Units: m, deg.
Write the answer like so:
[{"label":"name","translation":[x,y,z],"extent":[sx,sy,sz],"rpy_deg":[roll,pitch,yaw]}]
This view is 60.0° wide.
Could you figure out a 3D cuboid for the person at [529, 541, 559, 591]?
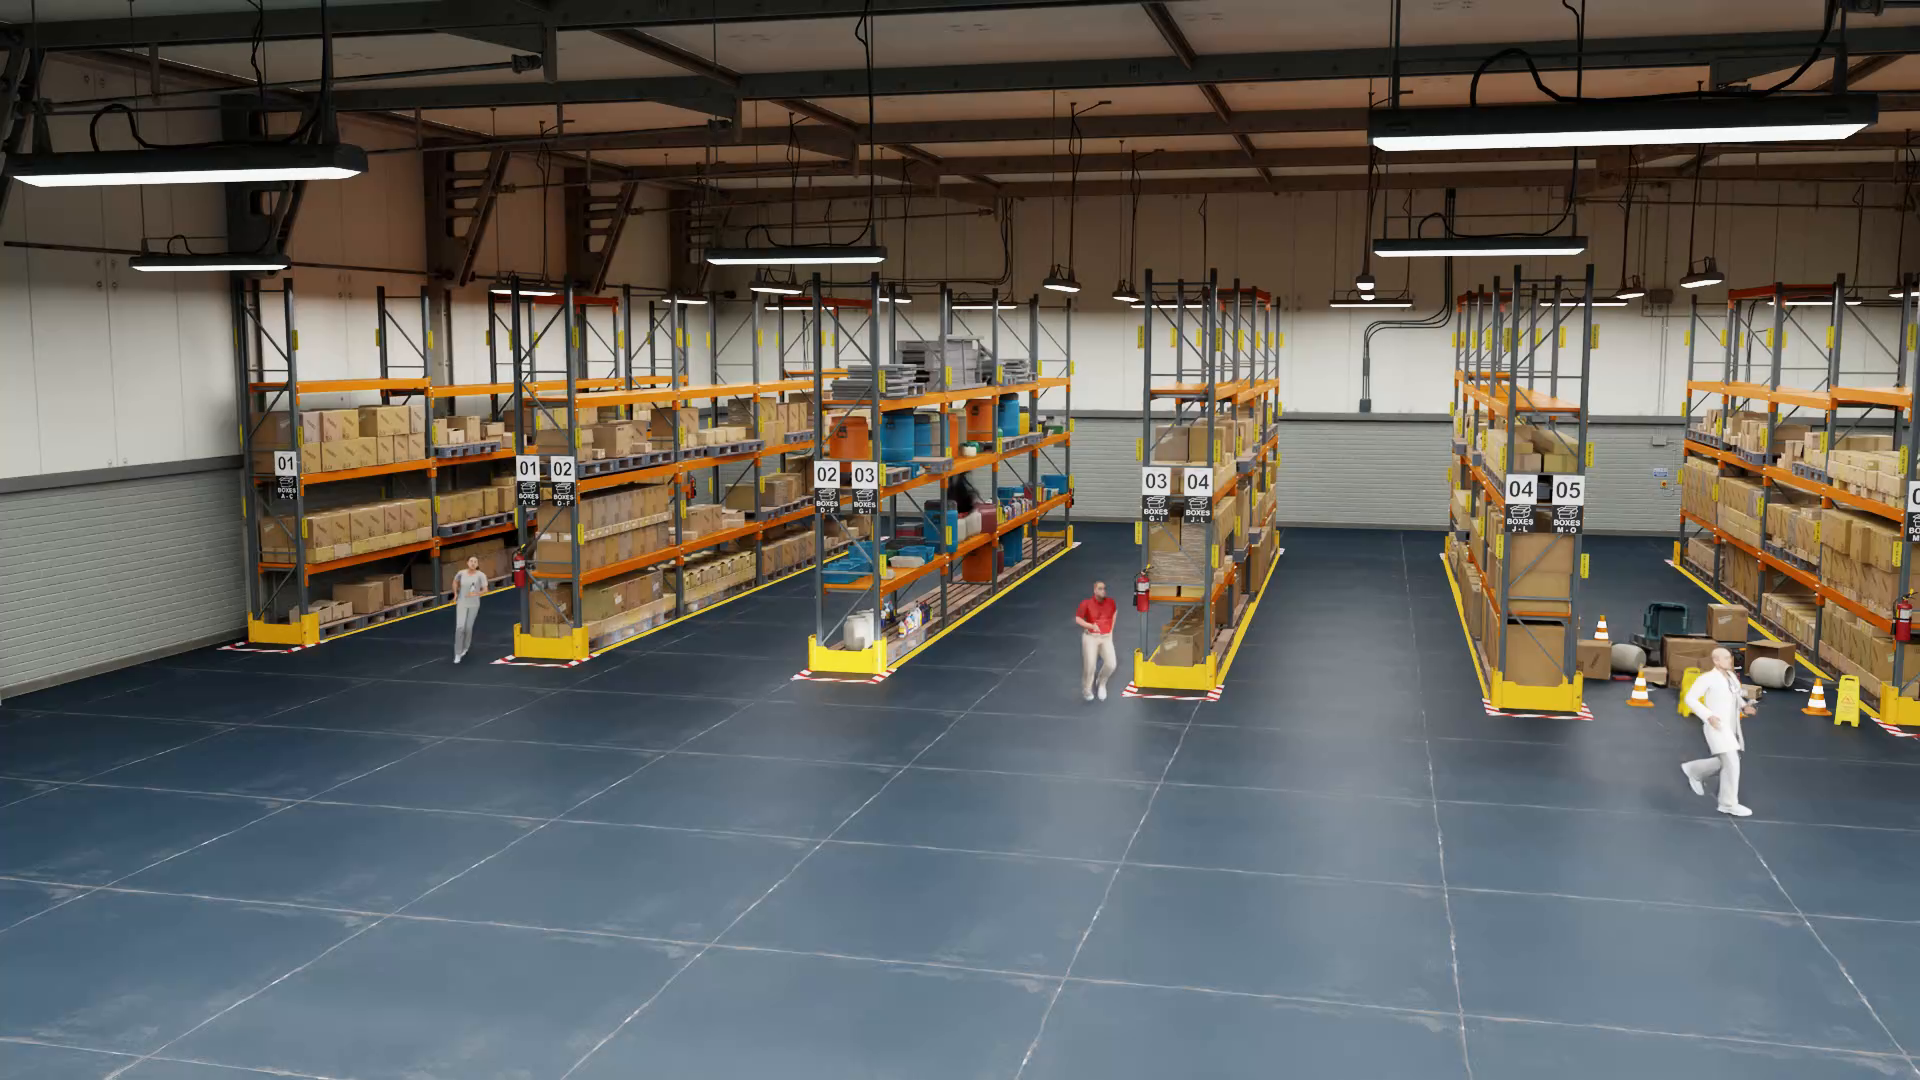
[{"label":"person","translation":[-7.217,0.606,29.024],"extent":[0.658,1.785,0.983],"rpy_deg":[1,7,7]}]

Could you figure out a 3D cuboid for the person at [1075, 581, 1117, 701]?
[{"label":"person","translation":[1.933,1.403,23.113],"extent":[0.678,1.687,0.719],"rpy_deg":[-2,7,-15]}]

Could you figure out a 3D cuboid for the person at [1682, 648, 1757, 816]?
[{"label":"person","translation":[8.093,2.015,17.756],"extent":[0.720,1.745,0.896],"rpy_deg":[-4,8,-31]}]

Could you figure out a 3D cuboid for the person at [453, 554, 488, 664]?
[{"label":"person","translation":[-7.693,1.064,26.162],"extent":[0.544,1.711,0.707],"rpy_deg":[-2,7,-14]}]
